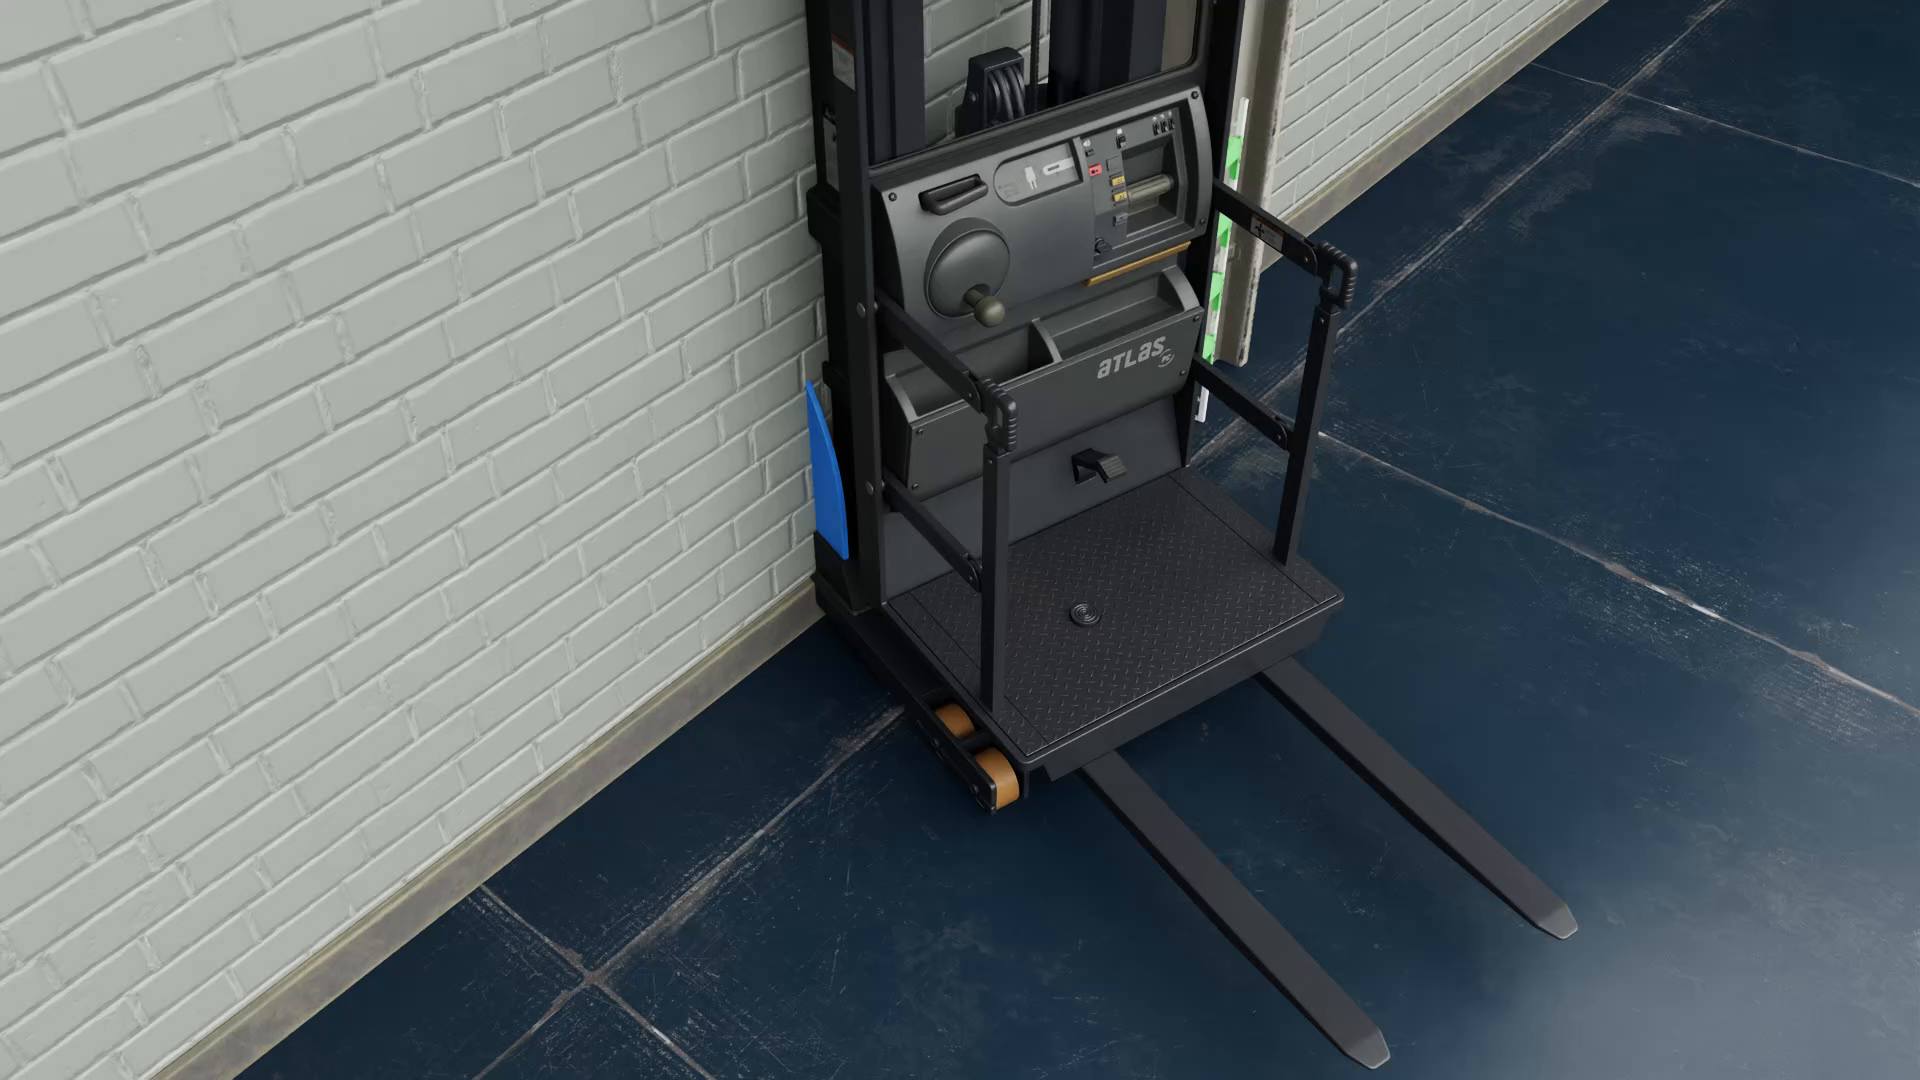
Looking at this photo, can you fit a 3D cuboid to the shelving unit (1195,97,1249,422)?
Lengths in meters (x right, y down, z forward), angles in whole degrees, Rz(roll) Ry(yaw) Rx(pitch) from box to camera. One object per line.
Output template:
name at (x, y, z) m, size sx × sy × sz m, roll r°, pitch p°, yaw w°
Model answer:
shelving unit at (0.605, -0.759, 5.190) m, size 0.258 × 1.200 × 0.503 m, roll 25°, pitch 48°, yaw 24°

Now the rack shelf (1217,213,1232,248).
rack shelf at (0.606, -0.889, 5.071) m, size 0.258 × 0.148 × 0.480 m, roll 25°, pitch 48°, yaw 24°

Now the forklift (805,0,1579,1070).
forklift at (0.347, -0.731, 3.875) m, size 1.130 × 2.935 × 3.031 m, roll -24°, pitch 47°, yaw -24°

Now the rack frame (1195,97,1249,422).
rack frame at (0.740, -0.895, 5.341) m, size 0.240 × 1.200 × 0.015 m, roll 25°, pitch 48°, yaw 24°

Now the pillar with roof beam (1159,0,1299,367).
pillar with roof beam at (4.083, -2.074, 0.842) m, size 9.100 × 9.000 × 0.400 m, roll 29°, pitch 50°, yaw 28°

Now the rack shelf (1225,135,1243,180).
rack shelf at (0.608, -1.066, 4.910) m, size 0.258 × 0.148 × 0.480 m, roll 25°, pitch 48°, yaw 24°

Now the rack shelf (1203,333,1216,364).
rack shelf at (0.602, -0.535, 5.395) m, size 0.258 × 0.148 × 0.480 m, roll 25°, pitch 48°, yaw 24°

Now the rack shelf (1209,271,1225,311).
rack shelf at (0.604, -0.712, 5.233) m, size 0.258 × 0.148 × 0.480 m, roll 25°, pitch 48°, yaw 24°
